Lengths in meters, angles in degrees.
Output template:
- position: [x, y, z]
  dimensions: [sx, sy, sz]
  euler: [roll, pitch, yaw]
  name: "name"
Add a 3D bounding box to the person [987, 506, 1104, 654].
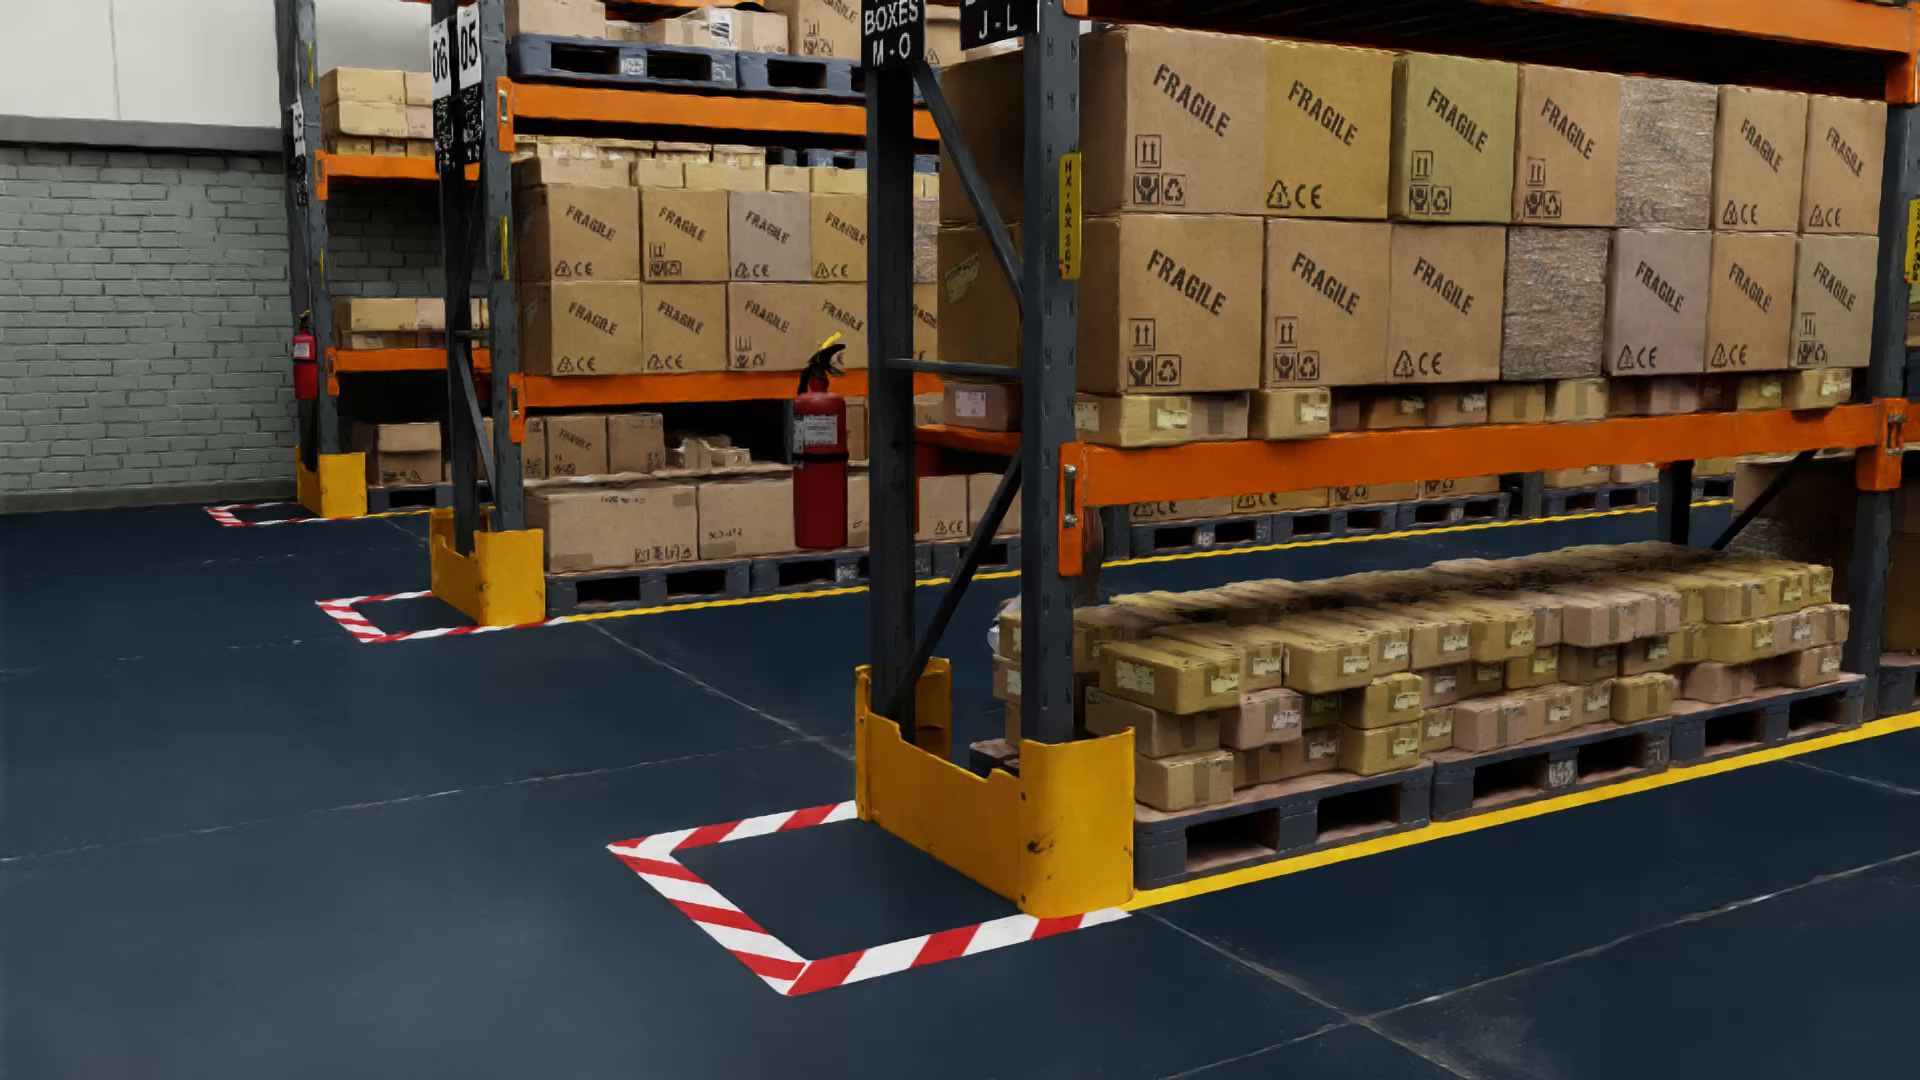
- position: [0.413, -0.120, 7.146]
  dimensions: [0.440, 1.574, 0.664]
  euler: [8, 11, 43]
  name: "person"
